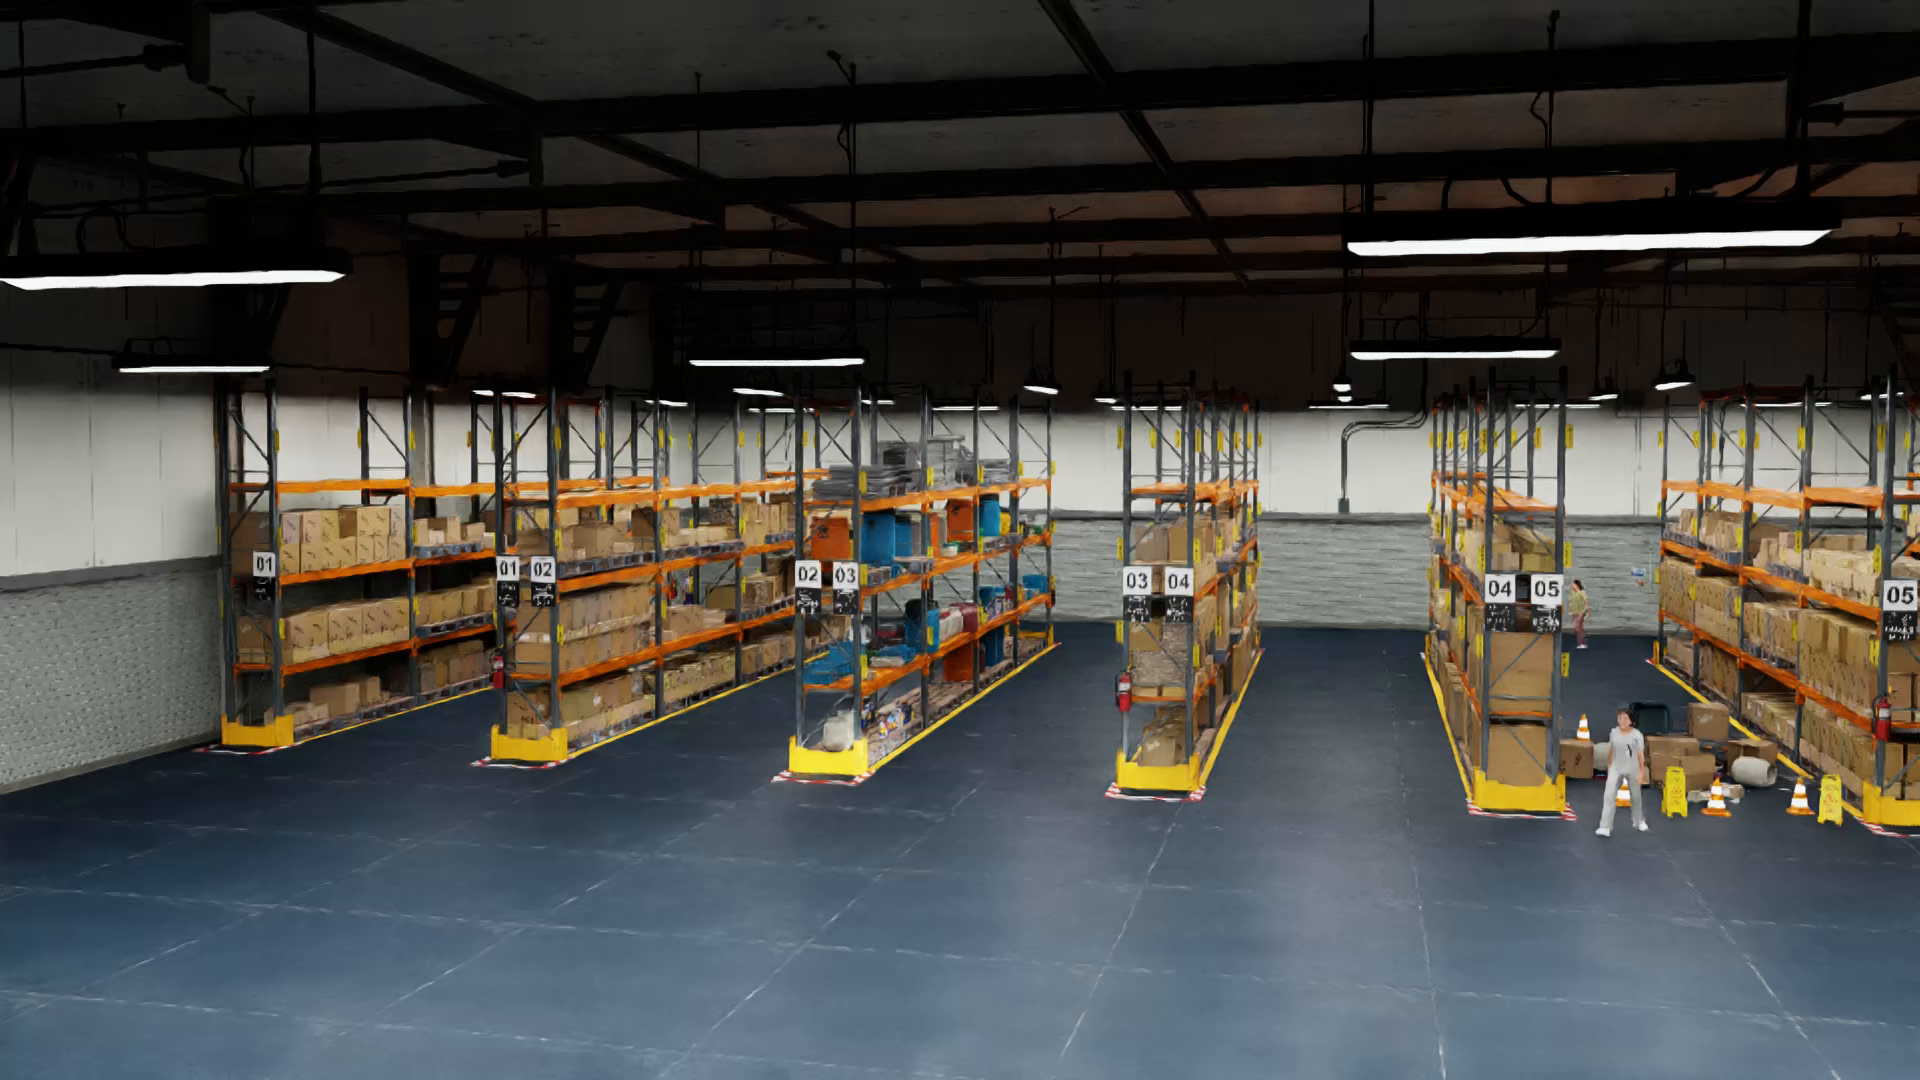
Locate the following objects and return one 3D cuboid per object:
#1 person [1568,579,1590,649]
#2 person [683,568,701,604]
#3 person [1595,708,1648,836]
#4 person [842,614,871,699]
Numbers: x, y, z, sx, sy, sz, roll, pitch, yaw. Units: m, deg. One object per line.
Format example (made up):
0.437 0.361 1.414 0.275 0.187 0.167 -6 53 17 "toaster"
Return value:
14.829 1.768 39.866 0.488 1.652 0.562 -1 4 -17 "person"
-7.170 1.542 44.079 0.633 1.626 0.491 -2 4 -30 "person"
8.419 2.931 21.081 0.483 1.622 0.958 3 4 37 "person"
-1.957 2.222 32.148 0.680 1.718 0.588 1 3 11 "person"
